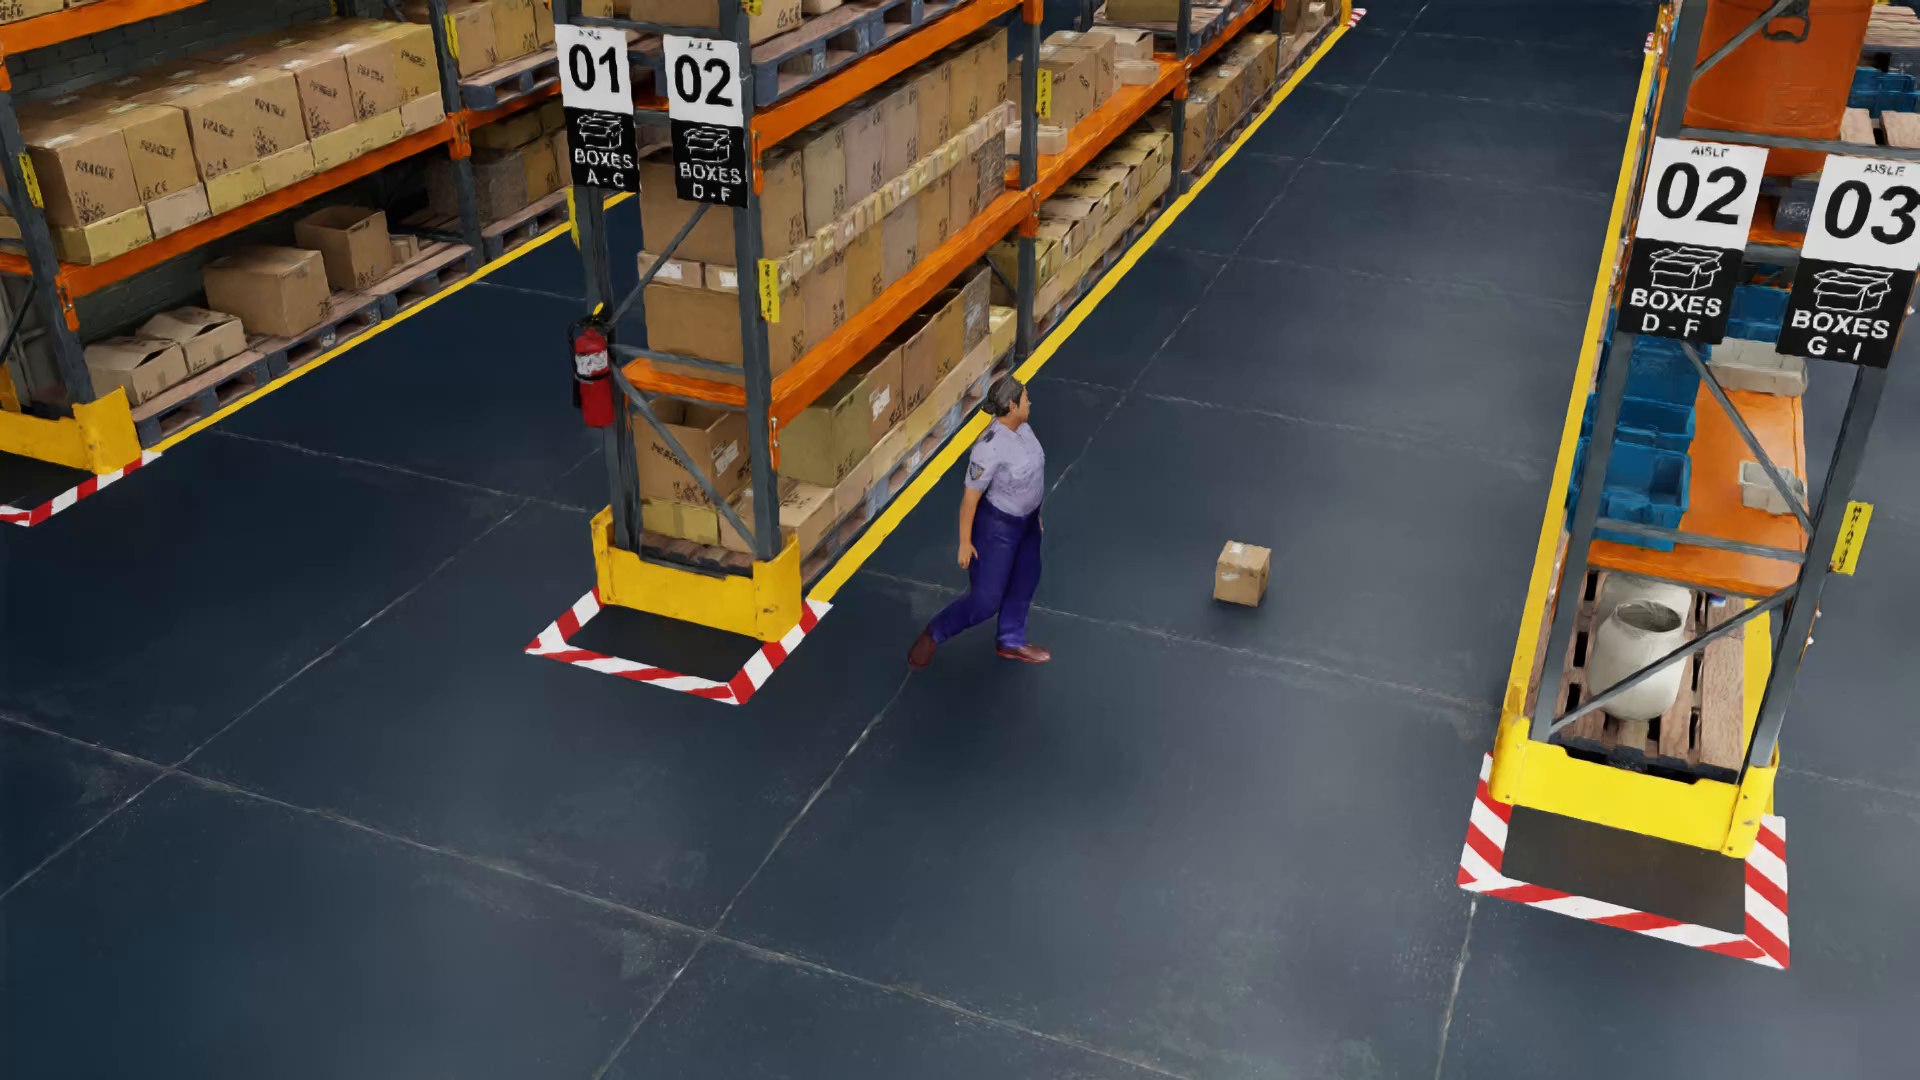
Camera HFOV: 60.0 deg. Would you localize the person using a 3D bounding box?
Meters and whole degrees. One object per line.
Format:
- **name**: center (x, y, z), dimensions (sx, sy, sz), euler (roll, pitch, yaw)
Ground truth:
- **person**: center (0.121, -0.049, 8.499), dimensions (0.596, 1.643, 0.684), euler (16, 33, 25)
